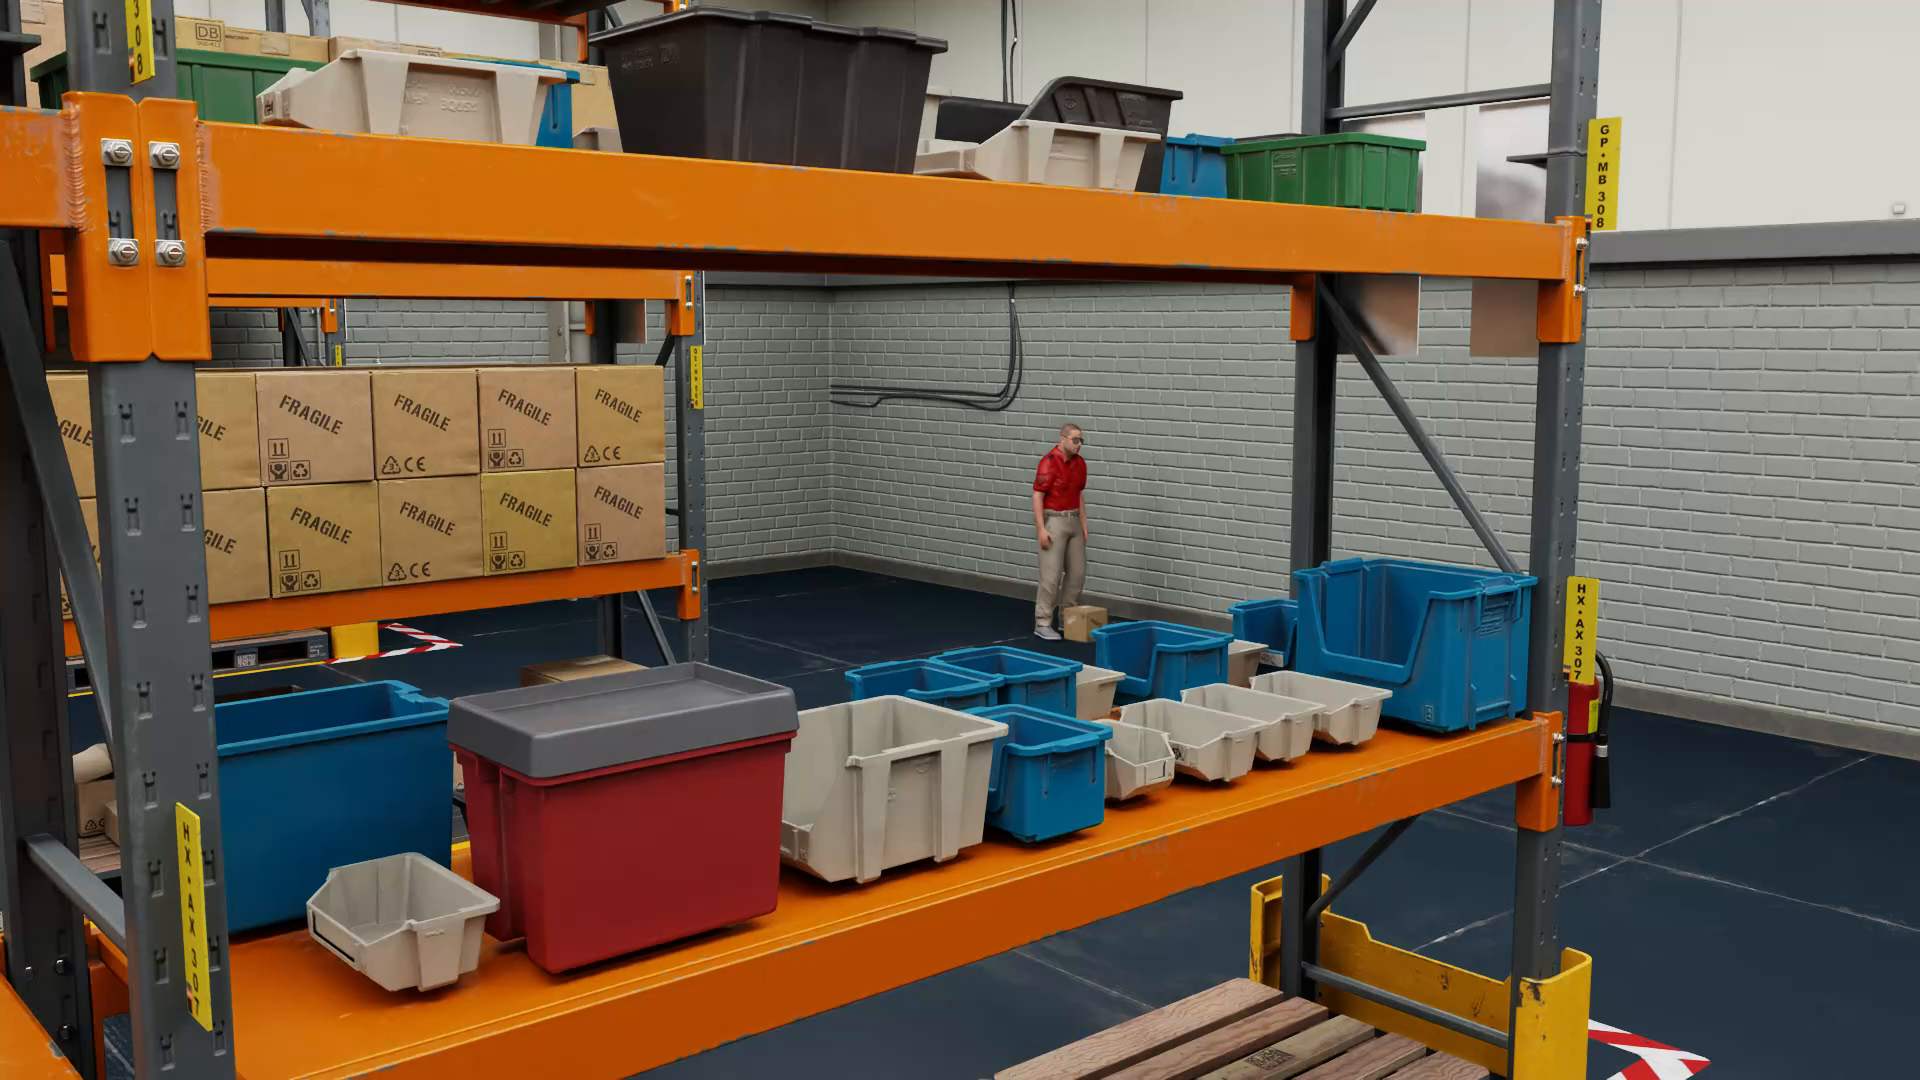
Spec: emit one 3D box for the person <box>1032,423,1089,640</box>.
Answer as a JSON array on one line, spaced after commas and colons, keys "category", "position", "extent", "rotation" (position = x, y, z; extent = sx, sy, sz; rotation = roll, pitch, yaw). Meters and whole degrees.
[{"category": "person", "position": [0.831, -0.082, 13.471], "extent": [0.580, 1.725, 0.392], "rotation": [-7, 10, -43]}]
